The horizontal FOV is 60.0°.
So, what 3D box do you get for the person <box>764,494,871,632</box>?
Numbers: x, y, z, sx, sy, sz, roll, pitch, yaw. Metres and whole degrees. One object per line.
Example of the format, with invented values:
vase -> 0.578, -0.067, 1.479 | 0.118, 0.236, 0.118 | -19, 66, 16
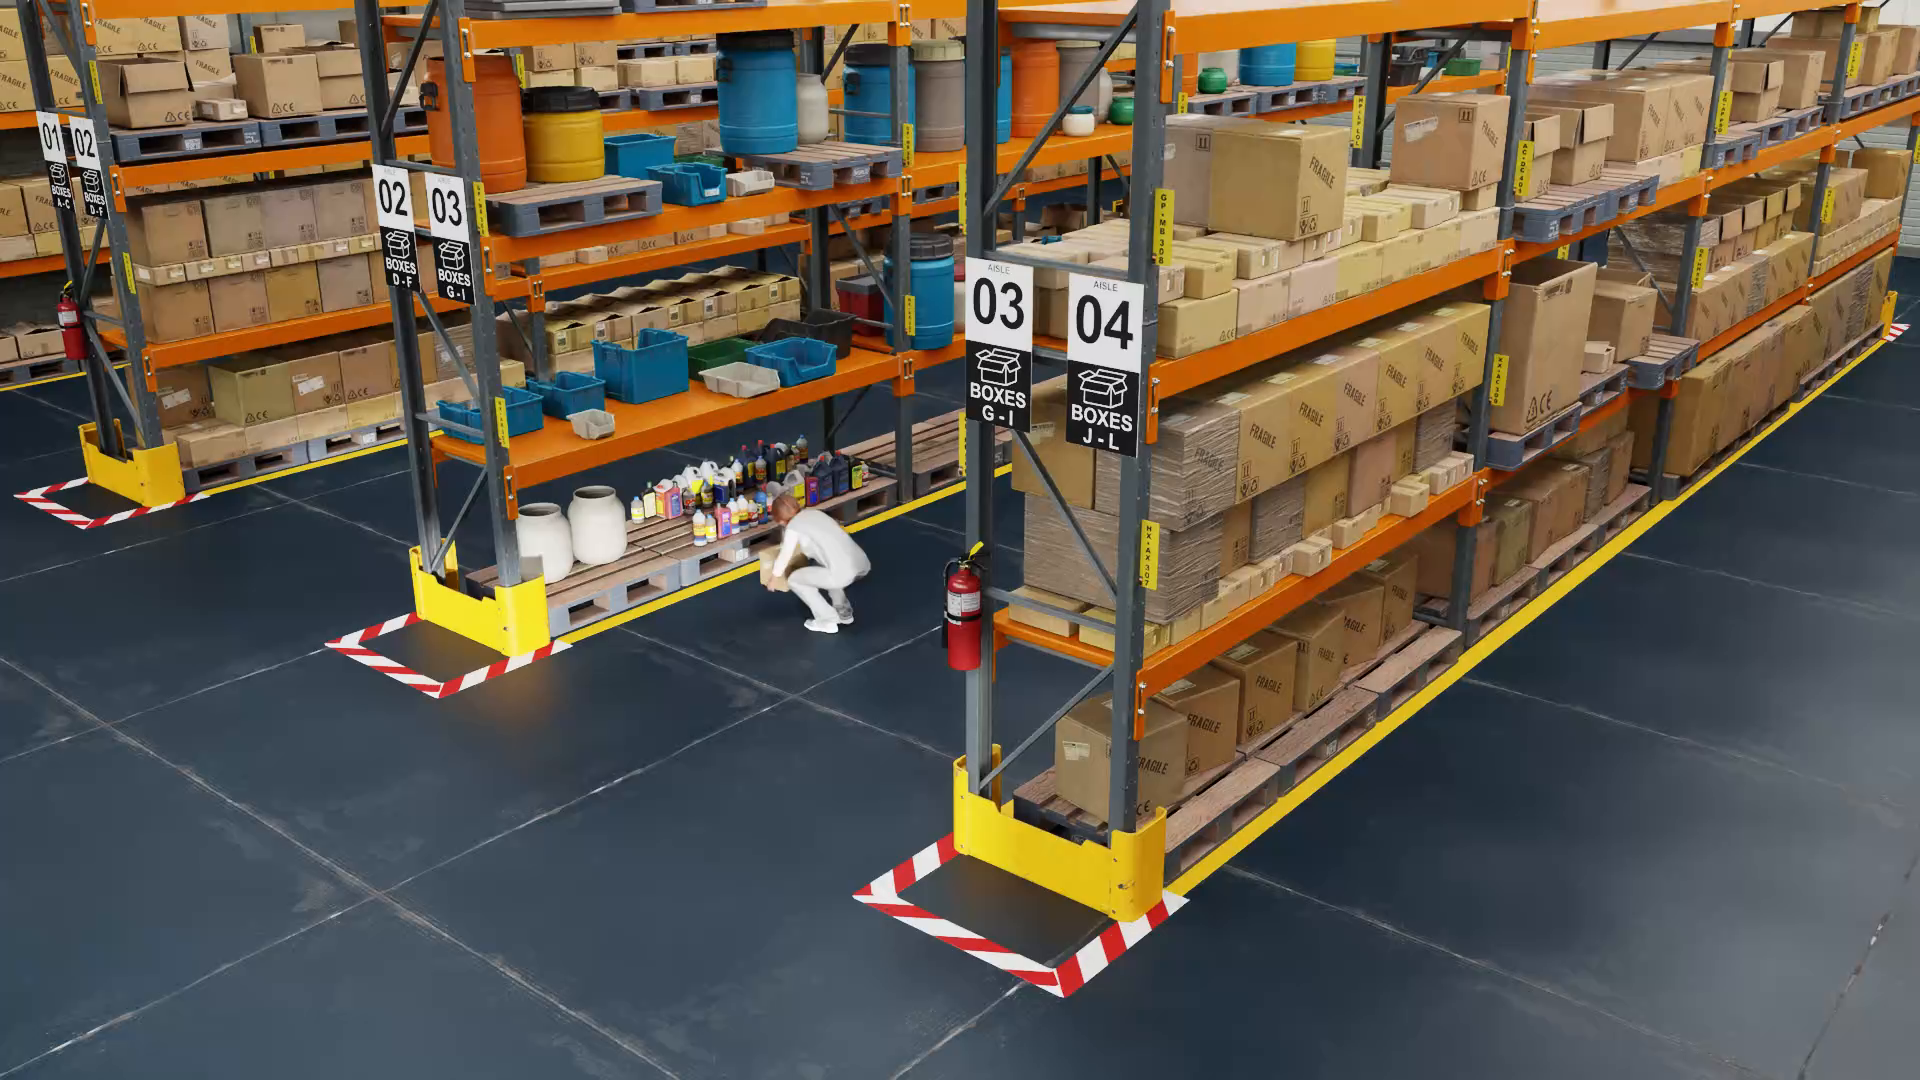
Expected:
person -> -1.005, 0.155, 11.671 | 0.831, 0.909, 0.417 | 15, 25, 35
